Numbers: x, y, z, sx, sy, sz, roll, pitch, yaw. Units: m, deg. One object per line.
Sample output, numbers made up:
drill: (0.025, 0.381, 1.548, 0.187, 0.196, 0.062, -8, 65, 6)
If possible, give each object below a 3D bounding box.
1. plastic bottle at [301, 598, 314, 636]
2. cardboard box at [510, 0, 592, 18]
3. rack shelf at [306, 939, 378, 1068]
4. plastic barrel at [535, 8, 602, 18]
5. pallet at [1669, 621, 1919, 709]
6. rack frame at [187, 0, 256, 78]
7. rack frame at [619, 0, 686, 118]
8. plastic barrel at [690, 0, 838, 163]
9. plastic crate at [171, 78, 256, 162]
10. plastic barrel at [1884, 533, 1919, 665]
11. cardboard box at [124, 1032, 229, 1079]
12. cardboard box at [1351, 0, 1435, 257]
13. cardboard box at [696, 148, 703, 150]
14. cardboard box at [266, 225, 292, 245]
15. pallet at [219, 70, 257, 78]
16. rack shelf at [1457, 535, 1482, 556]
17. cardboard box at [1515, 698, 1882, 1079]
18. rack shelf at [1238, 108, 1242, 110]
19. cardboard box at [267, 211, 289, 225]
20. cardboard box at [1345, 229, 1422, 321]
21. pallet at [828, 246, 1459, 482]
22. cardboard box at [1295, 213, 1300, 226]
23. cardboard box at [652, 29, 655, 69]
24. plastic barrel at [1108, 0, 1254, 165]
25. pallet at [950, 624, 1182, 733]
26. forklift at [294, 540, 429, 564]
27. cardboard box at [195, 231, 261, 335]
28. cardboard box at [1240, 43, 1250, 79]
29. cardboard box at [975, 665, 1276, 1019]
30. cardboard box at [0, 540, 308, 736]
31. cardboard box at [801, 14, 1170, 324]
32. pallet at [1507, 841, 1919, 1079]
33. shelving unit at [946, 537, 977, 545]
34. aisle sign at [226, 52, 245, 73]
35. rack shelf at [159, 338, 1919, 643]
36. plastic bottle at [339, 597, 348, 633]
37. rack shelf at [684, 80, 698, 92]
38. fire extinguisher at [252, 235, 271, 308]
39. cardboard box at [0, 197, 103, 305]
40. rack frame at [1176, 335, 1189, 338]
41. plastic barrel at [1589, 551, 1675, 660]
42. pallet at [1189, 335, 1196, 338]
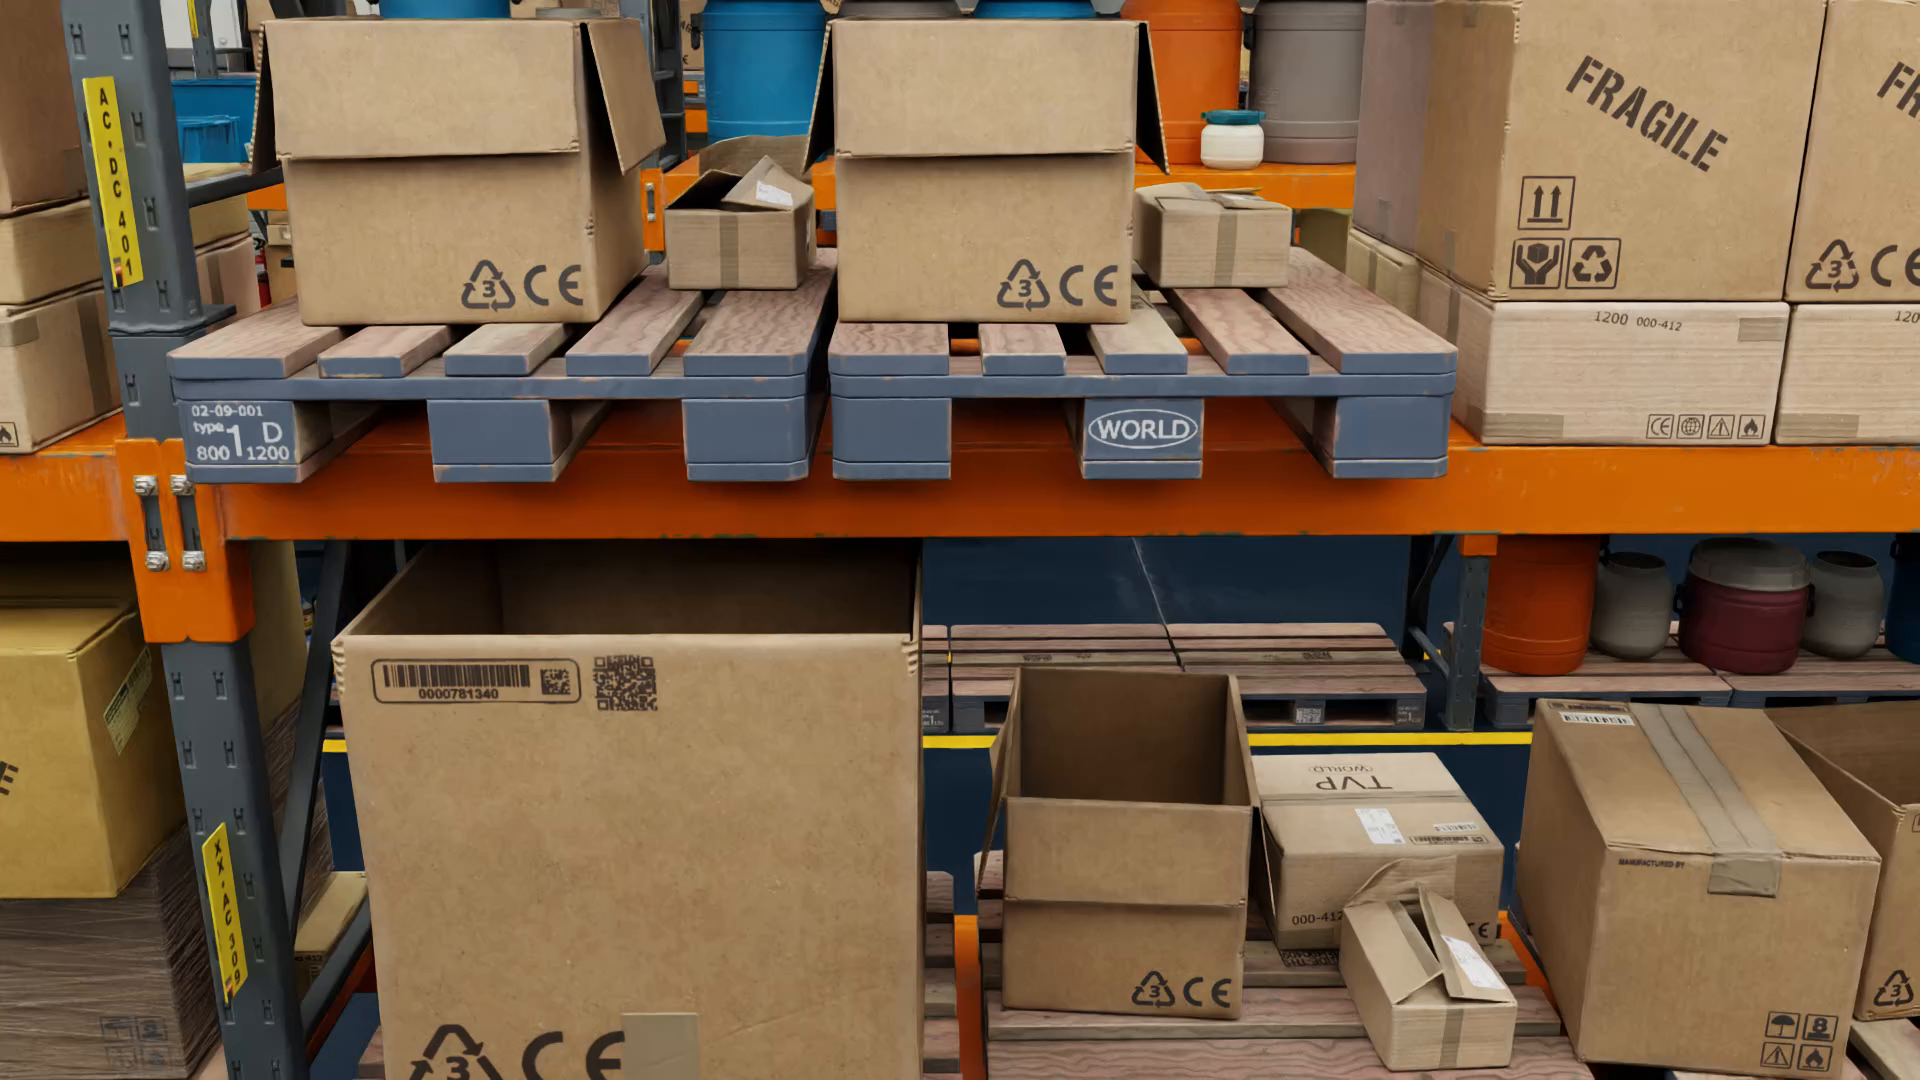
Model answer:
plastic bottle: (-3.621, 0.422, 9.184, 0.097, 0.201, 0.097, 0, 18, 0)
cardboard box: (-3.174, -3.866, 12.691, 0.637, 0.503, 0.797, 2, 18, 5)
rack shelf: (-3.372, 1.287, 3.803, 4.000, 0.370, 1.077, 0, 18, -1)
plastic barrel: (-1.885, -2.317, 8.080, 0.421, 0.512, 0.421, 0, 18, 0)
pallet: (4.553, 0.709, 8.992, 1.213, 0.211, 1.003, 0, 18, -1)
rack frame: (-5.525, -4.928, 12.178, 0.127, 3.000, 1.000, 0, 18, -1)
rack frame: (-1.451, -3.435, 7.522, 0.127, 3.000, 1.000, 0, 18, -1)
plastic barrel: (-0.946, -2.314, 8.118, 0.708, 0.901, 0.600, 0, 18, -1)
plastic crate: (-3.548, -2.081, 8.238, 0.575, 0.384, 0.392, 0, 18, -1)
plastic barrel: (5.296, 0.183, 8.813, 0.708, 0.901, 0.600, 0, 18, -1)
cardboard box: (-1.583, 1.145, 3.478, 0.250, 0.149, 0.380, 0, 18, -1)
cardboard box: (1.143, -0.869, 3.453, 0.500, 0.500, 0.500, -1, 18, -2)
cardboard box: (-2.598, -3.959, 17.964, 0.500, 0.500, 0.500, 0, 18, -1)
cardboard box: (-5.129, -2.364, 12.781, 0.250, 0.149, 0.380, 0, 18, -1)
pallet: (-4.818, -3.453, 12.636, 1.213, 0.211, 1.003, 0, 18, -1)
rack shelf: (0.549, -0.245, 8.579, 4.000, 0.370, 1.077, 0, 18, -1)
cardboard box: (1.531, 0.716, 3.554, 0.500, 0.500, 0.700, 2, 18, 7)
rack shelf: (0.474, -3.186, 12.837, 4.000, 0.370, 1.077, 0, 18, -1)
cardboard box: (-5.005, -2.736, 12.877, 0.500, 0.500, 0.700, 0, 18, -1)
cardboard box: (1.126, -0.509, 3.559, 0.500, 0.250, 0.500, 0, 18, 0)
pallet: (0.283, -0.381, 3.220, 1.003, 0.211, 1.213, 0, 18, -1)
cardboard box: (3.494, -3.457, 17.791, 0.250, 0.149, 0.380, 0, 18, -1)
cardboard box: (-3.168, -4.998, 17.112, 0.500, 0.500, 0.500, -1, 18, -3)
plastic barrel: (1.070, -2.289, 8.159, 0.708, 0.830, 0.600, 0, 18, -1)
pallet: (0.557, 0.727, 8.934, 1.213, 0.211, 1.003, 0, 18, -1)
forklift: (-3.511, -1.248, 10.641, 3.031, 2.935, 1.130, -2, 18, -7)
cardboard box: (-1.827, -0.498, 3.525, 0.500, 0.250, 0.500, -1, 18, -3)
cardboard box: (2.021, -3.648, 12.655, 0.500, 0.250, 0.500, -2, 18, -5)
cardboard box: (0.359, 0.649, 3.757, 0.637, 0.503, 0.797, 2, 18, 5)
cardboard box: (-1.827, 0.194, 3.745, 0.500, 0.500, 0.500, 0, 18, -1)
cardboard box: (0.041, -0.720, 3.113, 0.637, 0.503, 0.797, 0, 18, 1)
pallet: (1.916, 1.043, 3.700, 1.003, 0.211, 1.213, 0, 18, -1)
shelving unit: (0.008, -0.429, 11.410, 0.210, 0.900, 0.258, 0, 18, -1)
aisle sign: (-5.595, -3.399, 12.976, 0.004, 0.787, 0.394, 0, 18, -1)
rack shelf: (0.627, -0.161, 3.405, 4.000, 0.370, 1.077, 0, 18, -1)
plastic bottle: (-3.366, 0.422, 9.048, 0.133, 0.283, 0.061, 0, 18, -1)
rack shelf: (-3.607, -4.680, 17.493, 4.000, 0.370, 1.077, 0, 18, -1)
fire extinguisher: (-5.650, -2.176, 13.547, 0.183, 0.674, 0.296, 0, 18, -1)
cardboard box: (-1.693, -0.522, 2.947, 0.250, 0.149, 0.380, 0, 18, 1)
rack frame: (2.392, -3.623, 17.931, 0.127, 3.000, 1.000, 0, 18, -1)
plastic barrel: (3.601, 0.350, 8.932, 0.421, 0.512, 0.421, 0, 18, 0)
pallet: (3.182, -2.276, 18.297, 1.213, 0.211, 1.003, 0, 18, -1)
